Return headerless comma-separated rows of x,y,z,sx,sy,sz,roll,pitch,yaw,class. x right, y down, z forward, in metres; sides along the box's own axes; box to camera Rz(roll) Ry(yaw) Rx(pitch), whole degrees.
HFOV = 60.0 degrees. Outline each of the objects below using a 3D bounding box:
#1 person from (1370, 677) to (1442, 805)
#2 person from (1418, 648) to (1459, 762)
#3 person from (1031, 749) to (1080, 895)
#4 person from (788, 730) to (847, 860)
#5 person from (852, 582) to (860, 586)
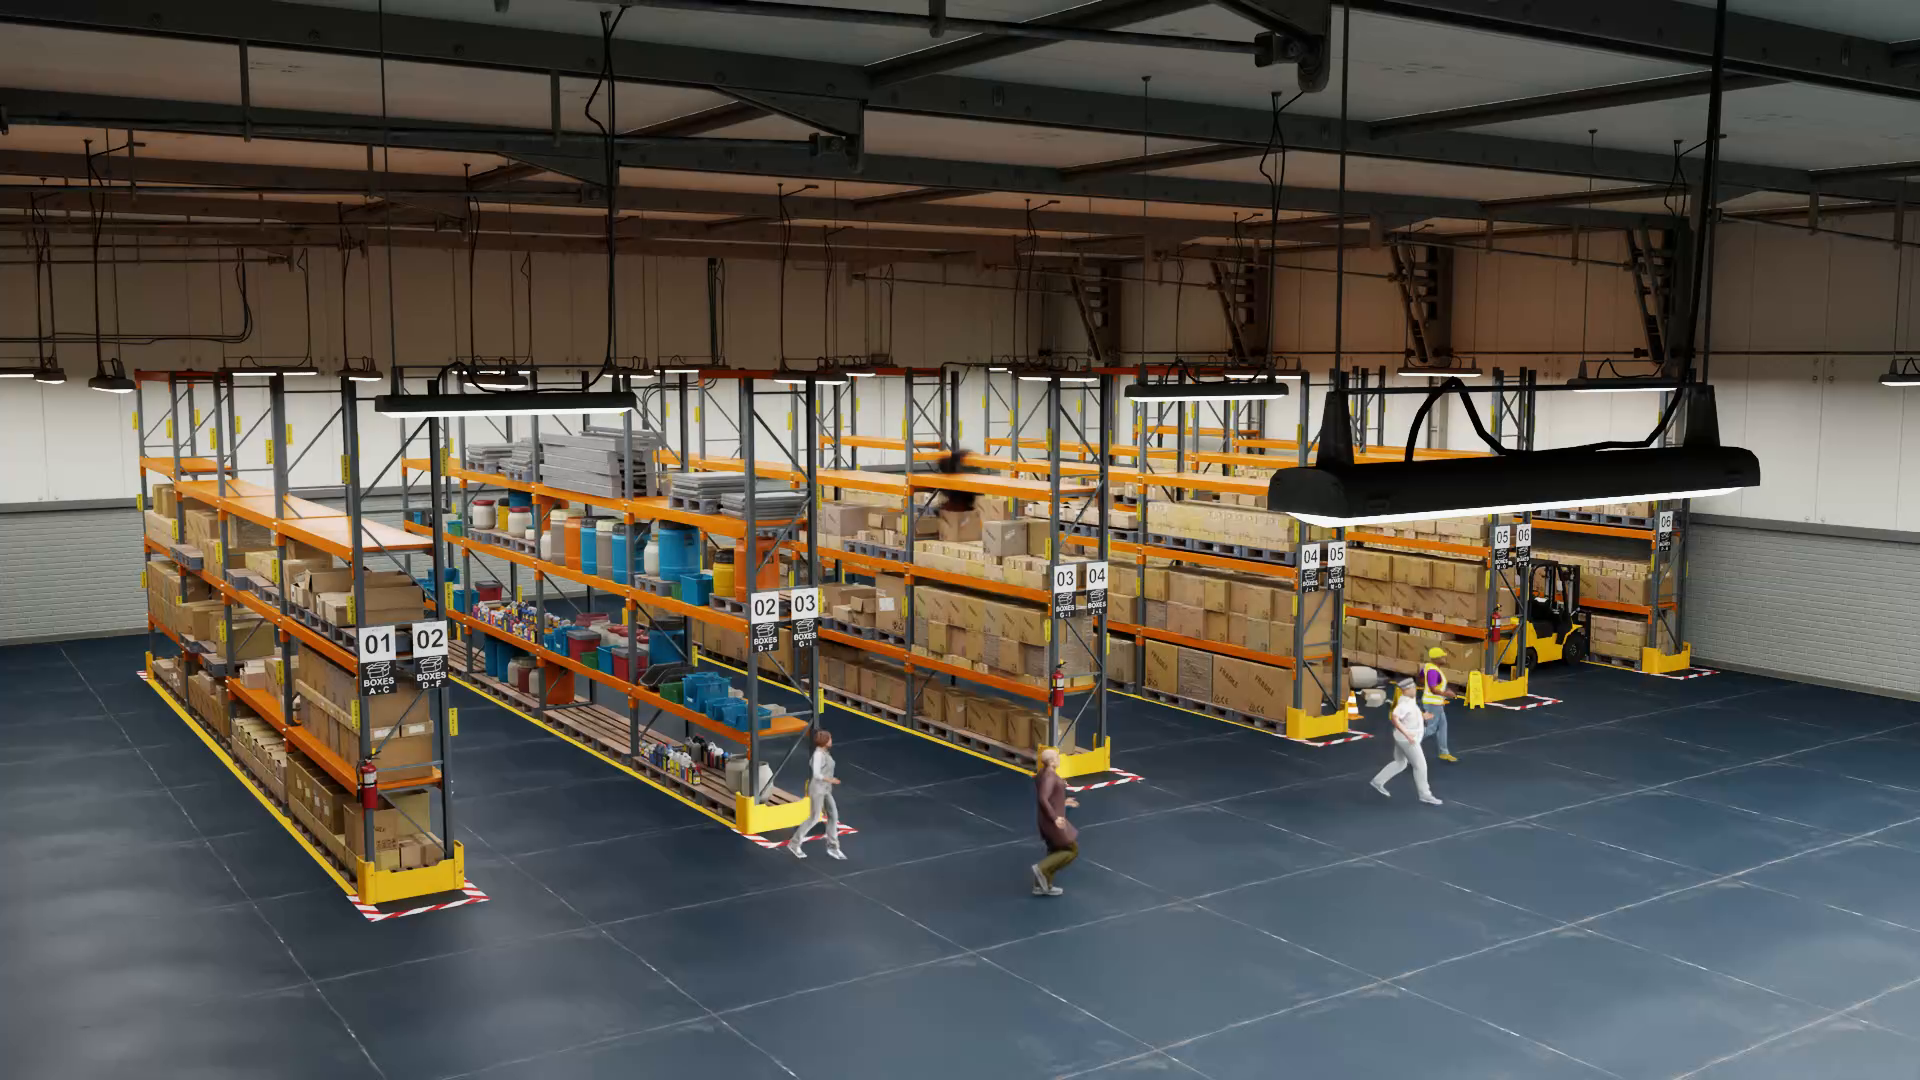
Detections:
6.275,2.802,23.322,0.983,1.770,0.661,1,6,5,person
7.312,2.546,25.770,0.866,1.781,0.724,2,7,14,person
1.113,3.287,19.380,0.627,1.738,0.702,-1,7,-12,person
-1.761,3.194,20.872,0.711,1.639,0.592,1,6,7,person
-2.087,1.678,34.049,0.593,1.626,0.574,-6,9,-42,person
